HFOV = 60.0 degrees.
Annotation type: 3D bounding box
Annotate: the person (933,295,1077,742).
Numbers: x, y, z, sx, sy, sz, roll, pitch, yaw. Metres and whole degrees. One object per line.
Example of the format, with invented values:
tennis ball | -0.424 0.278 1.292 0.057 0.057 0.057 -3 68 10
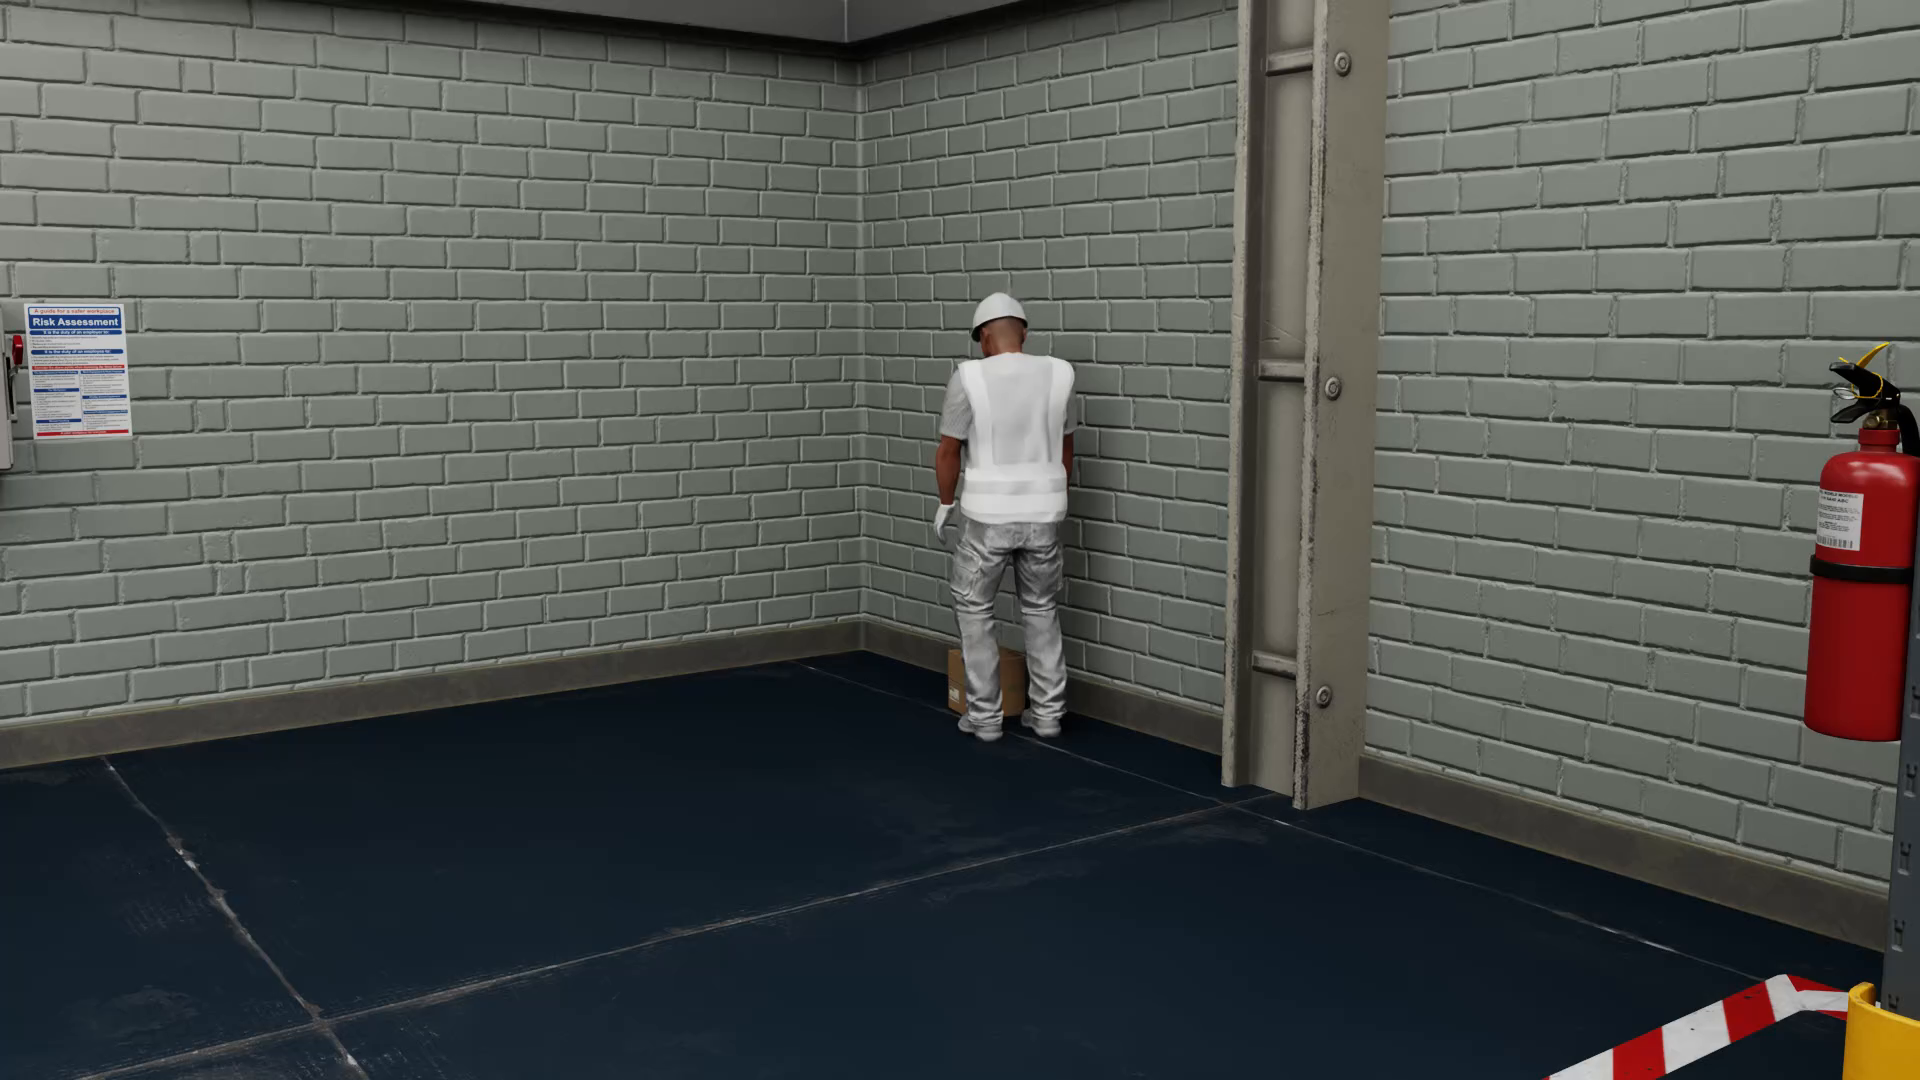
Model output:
person | 0.176 -0.089 6.560 0.569 1.741 0.443 -2 8 -16
